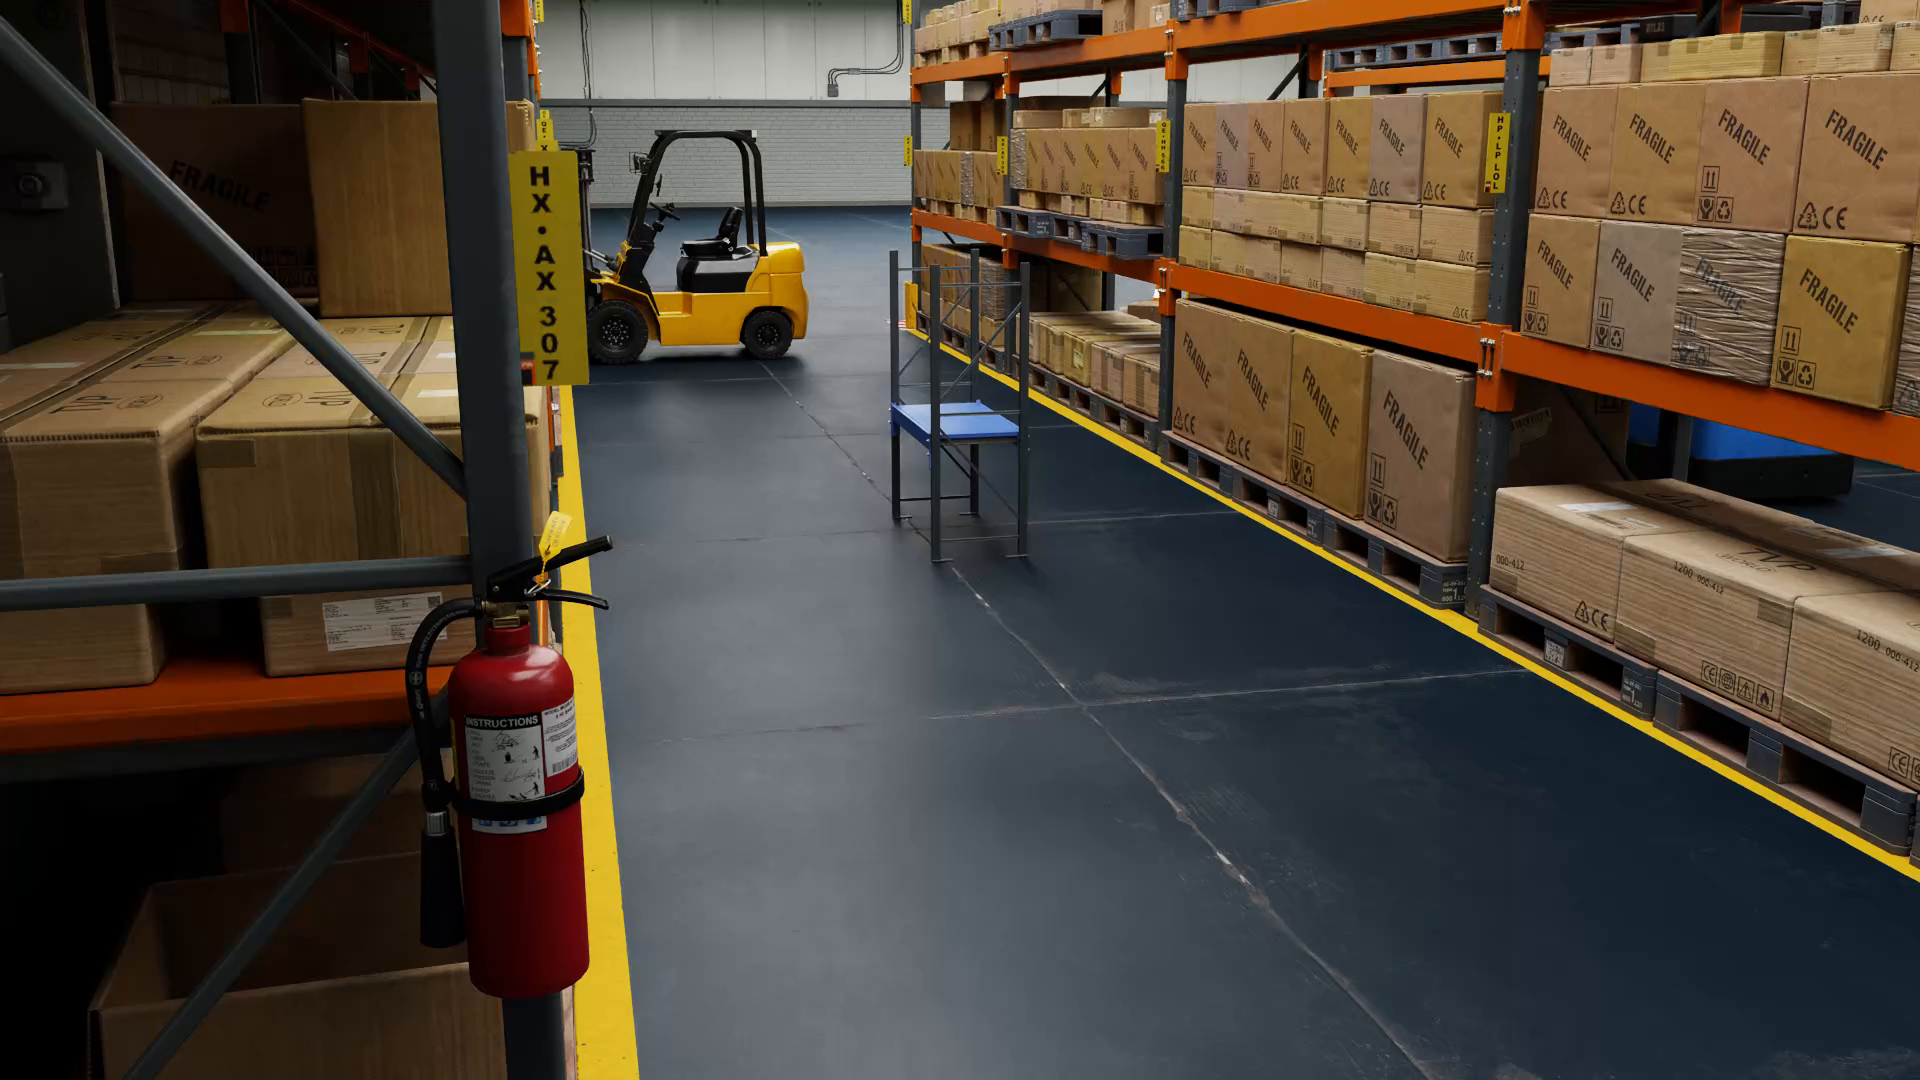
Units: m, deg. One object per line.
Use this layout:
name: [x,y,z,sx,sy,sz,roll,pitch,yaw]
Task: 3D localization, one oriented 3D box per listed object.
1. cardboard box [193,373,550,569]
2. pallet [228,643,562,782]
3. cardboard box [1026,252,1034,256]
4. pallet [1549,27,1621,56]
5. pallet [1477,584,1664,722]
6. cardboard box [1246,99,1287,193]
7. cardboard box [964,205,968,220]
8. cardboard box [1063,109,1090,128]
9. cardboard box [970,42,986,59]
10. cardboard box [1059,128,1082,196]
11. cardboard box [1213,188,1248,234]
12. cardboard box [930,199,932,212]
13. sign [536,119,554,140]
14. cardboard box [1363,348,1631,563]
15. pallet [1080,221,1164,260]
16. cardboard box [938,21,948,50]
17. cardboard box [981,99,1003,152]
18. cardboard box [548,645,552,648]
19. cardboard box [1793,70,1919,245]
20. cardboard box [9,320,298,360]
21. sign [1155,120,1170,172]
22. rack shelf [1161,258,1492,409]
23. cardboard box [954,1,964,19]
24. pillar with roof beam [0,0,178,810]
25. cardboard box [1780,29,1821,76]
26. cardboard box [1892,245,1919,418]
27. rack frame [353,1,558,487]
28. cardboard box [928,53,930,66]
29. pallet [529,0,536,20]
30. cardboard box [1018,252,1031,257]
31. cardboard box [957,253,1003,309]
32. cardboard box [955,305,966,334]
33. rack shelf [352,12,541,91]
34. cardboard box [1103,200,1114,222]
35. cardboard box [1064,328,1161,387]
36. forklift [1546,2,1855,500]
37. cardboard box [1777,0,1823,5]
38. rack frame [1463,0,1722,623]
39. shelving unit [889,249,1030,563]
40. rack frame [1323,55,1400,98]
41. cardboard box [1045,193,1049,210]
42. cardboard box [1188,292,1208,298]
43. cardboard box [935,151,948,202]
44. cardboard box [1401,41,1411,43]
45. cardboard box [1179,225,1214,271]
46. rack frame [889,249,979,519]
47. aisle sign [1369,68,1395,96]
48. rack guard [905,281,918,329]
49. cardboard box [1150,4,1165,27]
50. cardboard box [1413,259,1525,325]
cardboard box: [-0.951,-0.119,2.782,0.500,0.250,0.500,-3,14,-13]
pallet: [-1.886,0.663,5.769,1.003,0.211,1.213,-3,14,-13]
cardboard box: [0.863,-2.885,16.376,0.380,0.149,0.250,-2,14,-10]
pallet: [5.950,-4.428,14.813,0.805,0.209,1.217,-4,14,-15]
pallet: [2.881,0.407,6.817,1.003,0.211,1.213,-3,14,-13]
cardboard box: [1.949,-2.223,9.389,0.500,0.500,0.500,-3,14,-12]
cardboard box: [0.255,-3.203,16.247,0.380,0.149,0.250,-4,14,-14]
cardboard box: [1.021,-3.312,13.075,0.380,0.149,0.250,-2,14,-10]
cardboard box: [0.301,-4.602,15.654,0.380,0.149,0.250,-3,14,-12]
cardboard box: [1.083,-2.898,12.746,0.500,0.500,0.500,-4,14,-15]
cardboard box: [1.838,-1.970,9.935,0.500,0.250,0.500,-3,14,-12]
cardboard box: [-0.105,-3.561,17.711,0.380,0.149,0.250,-4,14,-15]
sign: [-2.460,-2.329,9.868,0.100,0.325,0.005,-3,14,-13]
cardboard box: [2.555,-0.438,7.992,0.875,0.875,0.875,-3,14,-11]
pallet: [1.568,-2.116,11.671,1.213,0.211,1.003,-3,14,-13]
cardboard box: [0.073,-5.059,16.684,0.500,0.250,0.500,-3,14,-12]
cardboard box: [0.605,-4.117,16.515,0.700,0.500,0.500,-3,14,-14]
cardboard box: [-1.348,0.610,4.493,0.500,0.500,0.500,-3,14,-12]
cardboard box: [2.992,-1.186,5.145,0.500,0.500,0.500,-3,14,-14]
cardboard box: [-1.704,-0.324,3.621,0.500,0.250,0.500,-3,14,-11]
sign: [1.313,-2.542,10.739,0.100,0.325,0.005,-3,14,-13]
rack shelf: [2.308,-1.240,9.196,1.077,0.370,4.000,-3,14,-13]
cardboard box: [0.156,-5.109,16.047,0.380,0.149,0.250,-3,14,-12]
pillar with roof beam: [1.426,-3.793,5.493,9.100,9.000,0.400,-3,14,-13]
cardboard box: [2.949,-1.598,5.463,0.380,0.149,0.250,-3,14,-13]
cardboard box: [3.113,-0.585,4.789,0.500,0.500,0.500,-3,14,-12]
rack frame: [-2.985,-1.773,9.863,1.000,3.000,0.127,-3,14,-13]
cardboard box: [-0.129,-5.081,17.612,0.380,0.149,0.250,-4,14,-15]
pallet: [-3.232,-3.290,10.150,1.213,0.211,1.003,-3,14,-11]
cardboard box: [0.766,-2.599,16.575,0.500,0.500,0.500,-3,14,-10]
cardboard box: [0.257,-2.562,16.423,0.500,0.500,0.500,-3,14,-10]
cardboard box: [0.249,-2.203,16.532,0.500,0.250,0.500,-3,14,-12]
rack shelf: [-3.455,-3.342,11.481,1.077,0.370,4.000,-3,14,-13]
cardboard box: [1.245,-2.367,11.939,0.380,0.149,0.250,-4,14,-16]
cardboard box: [1.362,-1.454,13.209,0.950,0.372,0.625,-3,14,-11]
forklift: [4.426,-1.949,10.729,1.130,2.935,3.031,-3,14,-12]
cardboard box: [6.272,-4.072,12.349,0.380,0.166,0.250,-3,14,-13]
rack frame: [2.778,-1.128,7.222,1.000,3.000,0.127,-3,14,-13]
shelving unit: [-0.020,-0.748,8.830,0.538,1.500,1.048,-3,14,-13]
rack frame: [4.748,-4.195,19.778,1.000,3.000,0.127,-3,14,-13]
cardboard box: [0.913,-2.791,13.674,0.380,0.149,0.250,-2,14,-10]
cardboard box: [2.833,-2.419,17.769,0.637,0.503,0.797,10,17,35]
cardboard box: [0.047,-3.727,17.027,0.500,0.500,0.500,-4,14,-14]
cardboard box: [4.873,-5.336,17.562,0.380,0.149,0.250,-3,14,-13]
cardboard box: [1.709,-1.851,10.498,0.500,0.250,0.500,-4,14,-14]
rack frame: [-0.139,-0.866,9.310,0.500,1.500,0.032,-3,14,-13]
aisle sign: [5.023,-5.491,19.605,0.394,0.787,0.004,-3,14,-13]
rack guard: [-0.022,-2.664,18.778,1.175,0.500,0.348,-3,14,-13]
cardboard box: [1.494,-3.503,11.156,0.380,0.149,0.250,-3,14,-13]
cardboard box: [2.428,-1.144,7.606,0.500,0.250,0.500,-4,14,-15]
